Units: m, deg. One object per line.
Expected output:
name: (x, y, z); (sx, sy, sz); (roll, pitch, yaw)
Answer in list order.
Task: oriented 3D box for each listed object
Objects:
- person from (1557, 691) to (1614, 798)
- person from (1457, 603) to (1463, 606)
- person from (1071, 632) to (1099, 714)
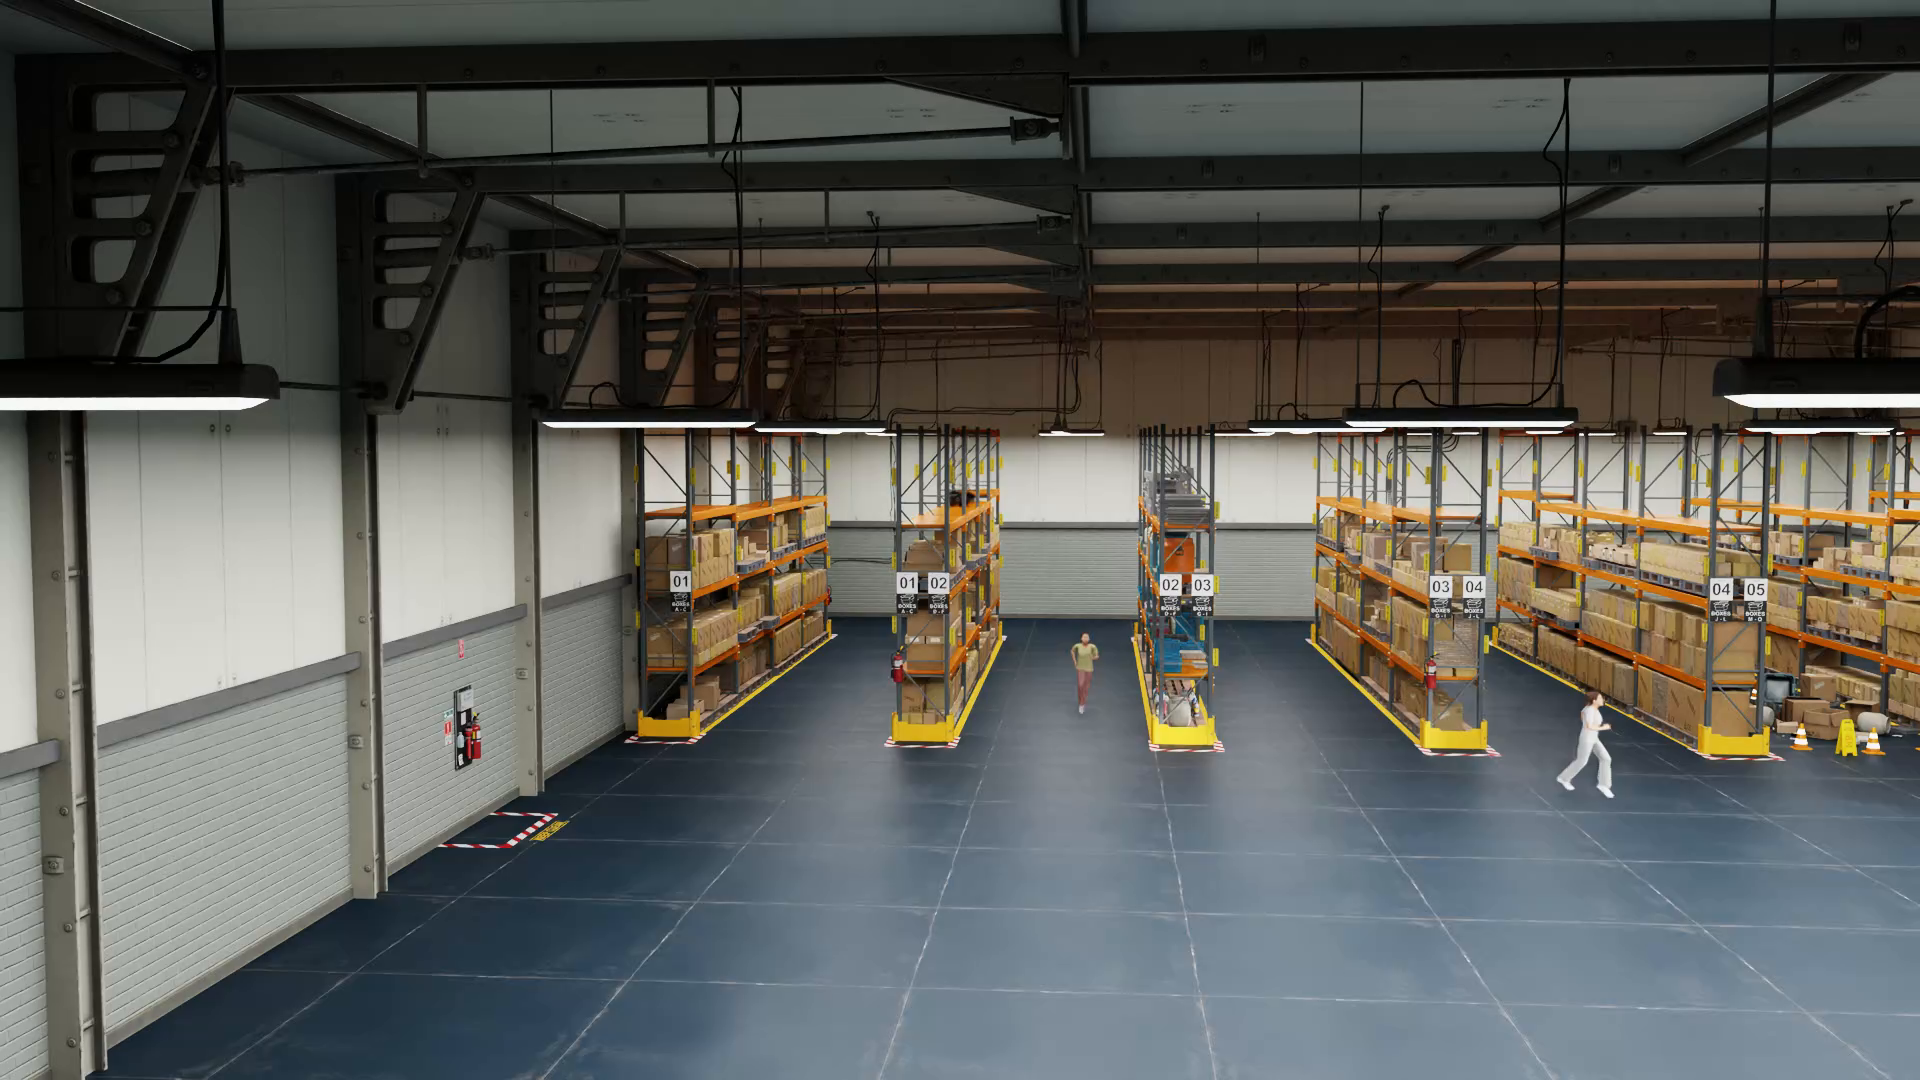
person: (10.073, 3.266, 26.739); (0.899, 1.707, 0.587); (2, 4, 33)
person: (13.543, 2.077, 45.464); (0.704, 1.779, 0.900); (1, 4, 13)
person: (2.636, 2.726, 34.982); (0.556, 1.618, 0.793); (0, 3, -4)
